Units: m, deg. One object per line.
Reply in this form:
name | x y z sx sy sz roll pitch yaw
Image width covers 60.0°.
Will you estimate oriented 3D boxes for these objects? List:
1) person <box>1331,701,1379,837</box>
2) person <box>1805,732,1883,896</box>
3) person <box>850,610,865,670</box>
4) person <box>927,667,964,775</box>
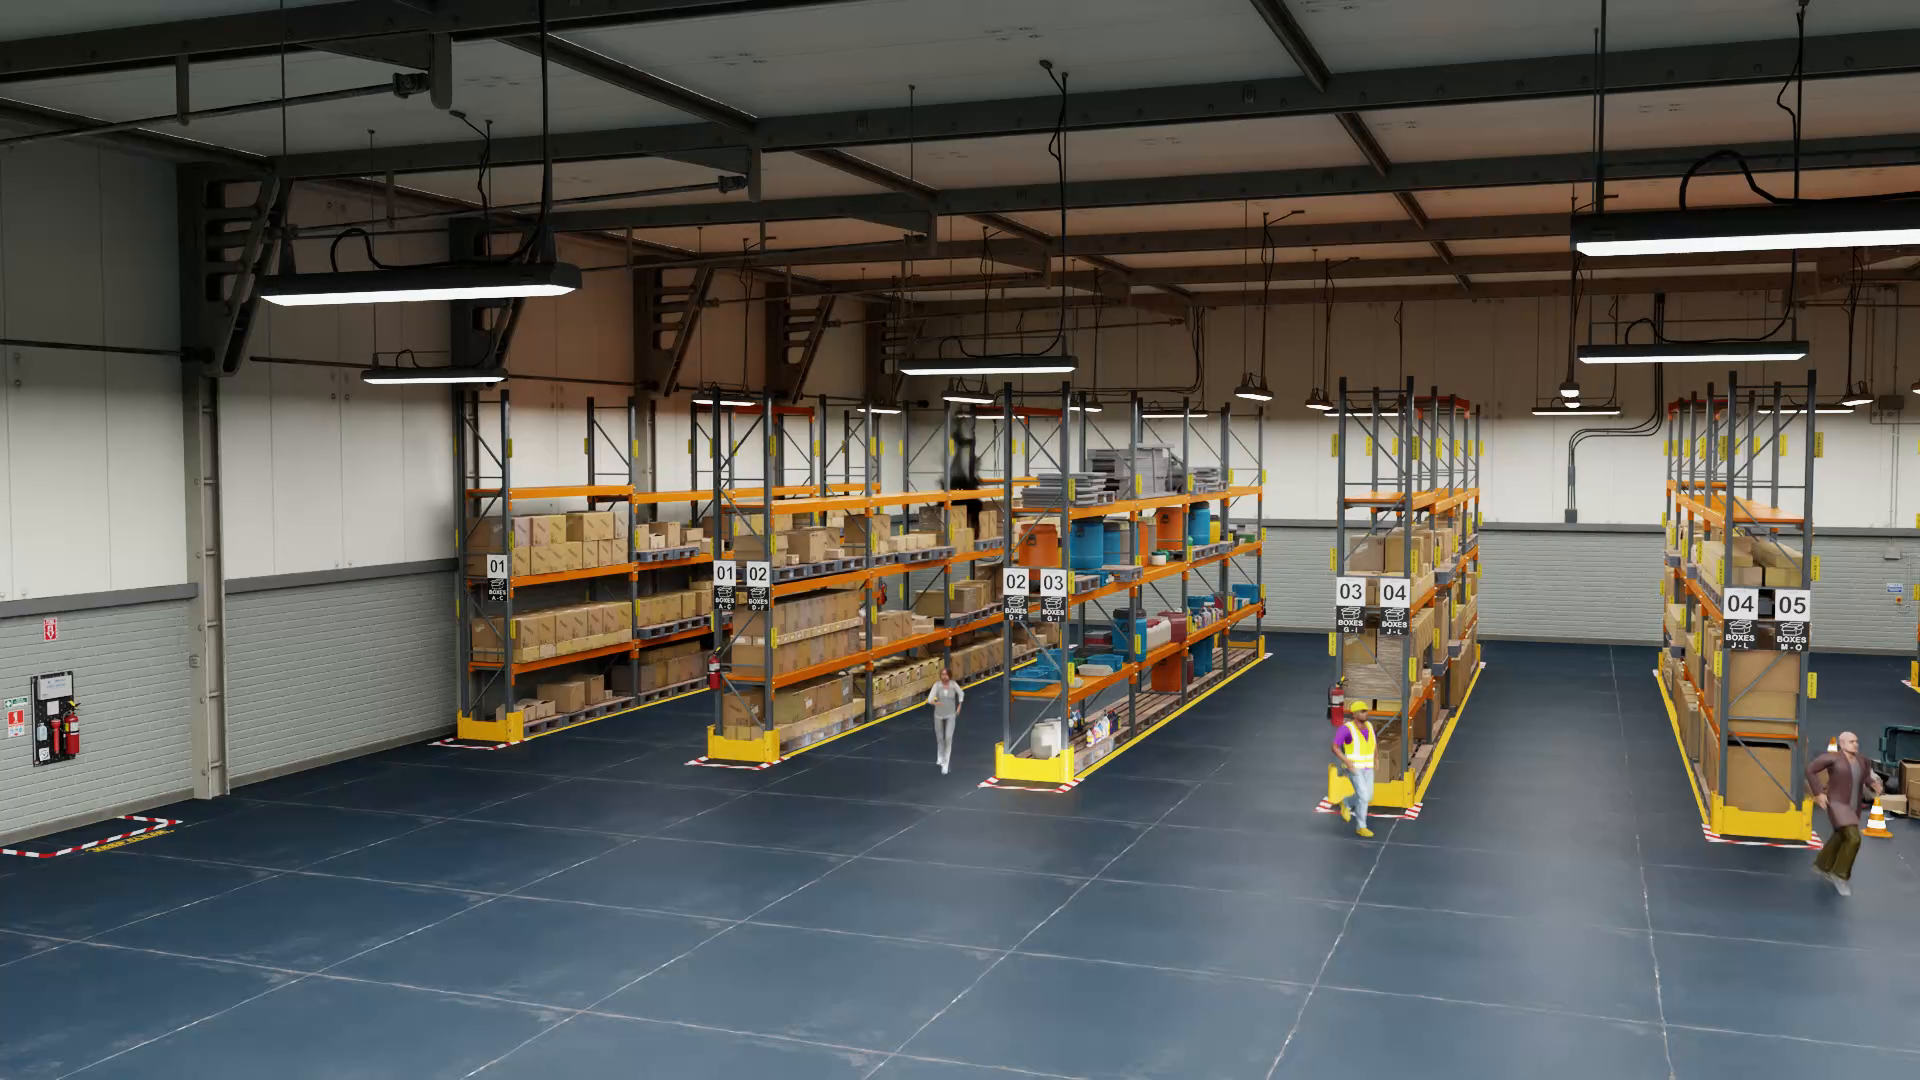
person | 5.152 2.947 21.651 0.716 1.730 0.725 -2 4 -28
person | 10.042 3.079 18.881 0.696 1.834 0.842 -1 3 -21
person | -2.372 2.155 36.881 0.554 1.705 0.759 1 3 10
person | -0.223 2.788 25.795 0.550 1.650 0.710 0 3 5
